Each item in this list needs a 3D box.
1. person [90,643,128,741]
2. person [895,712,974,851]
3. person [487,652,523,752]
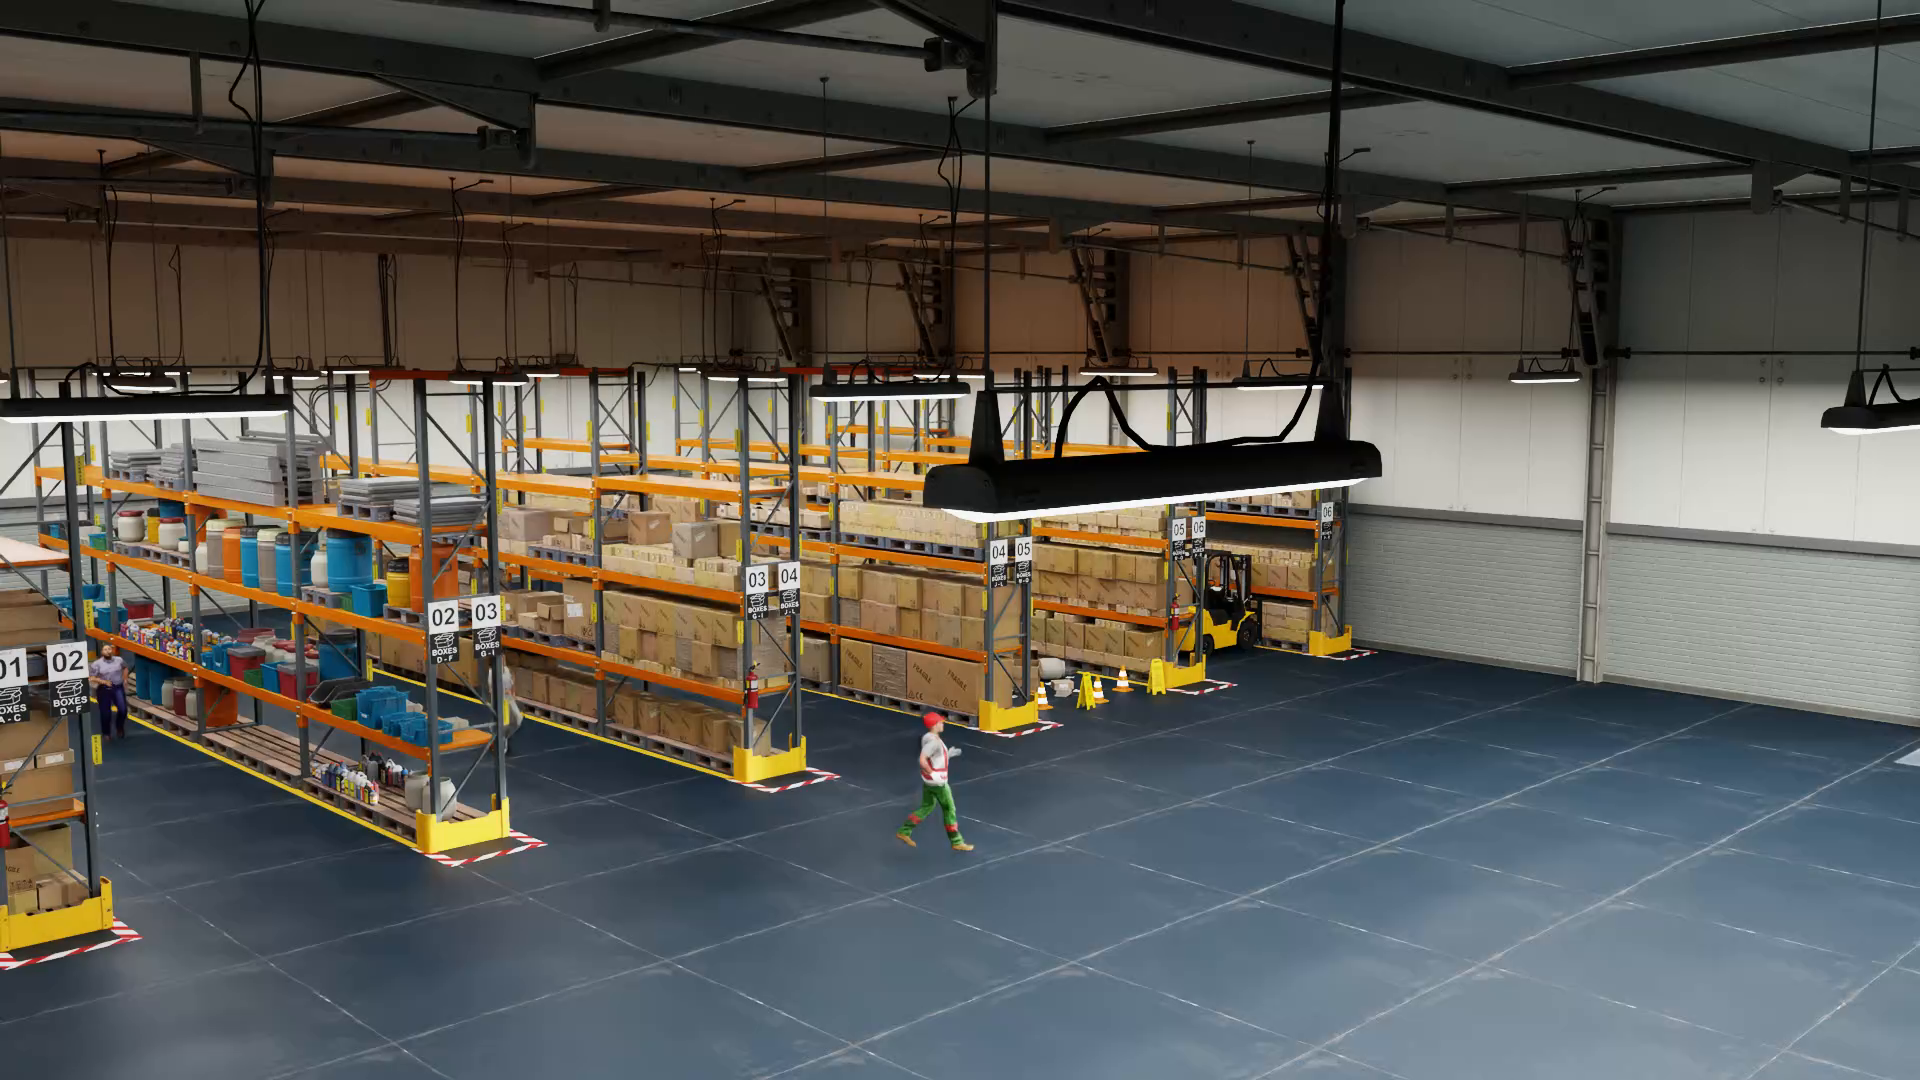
[{"bbox_3d":[-13.771,2.479,27.003,0.590,1.618,0.646,-5,8,-36],"label":"person"},{"bbox_3d":[-0.316,3.048,20.975,0.992,1.781,0.659,-2,7,-15],"label":"person"},{"bbox_3d":[-7.188,2.562,26.259,0.582,1.616,0.549,4,8,32],"label":"person"}]
